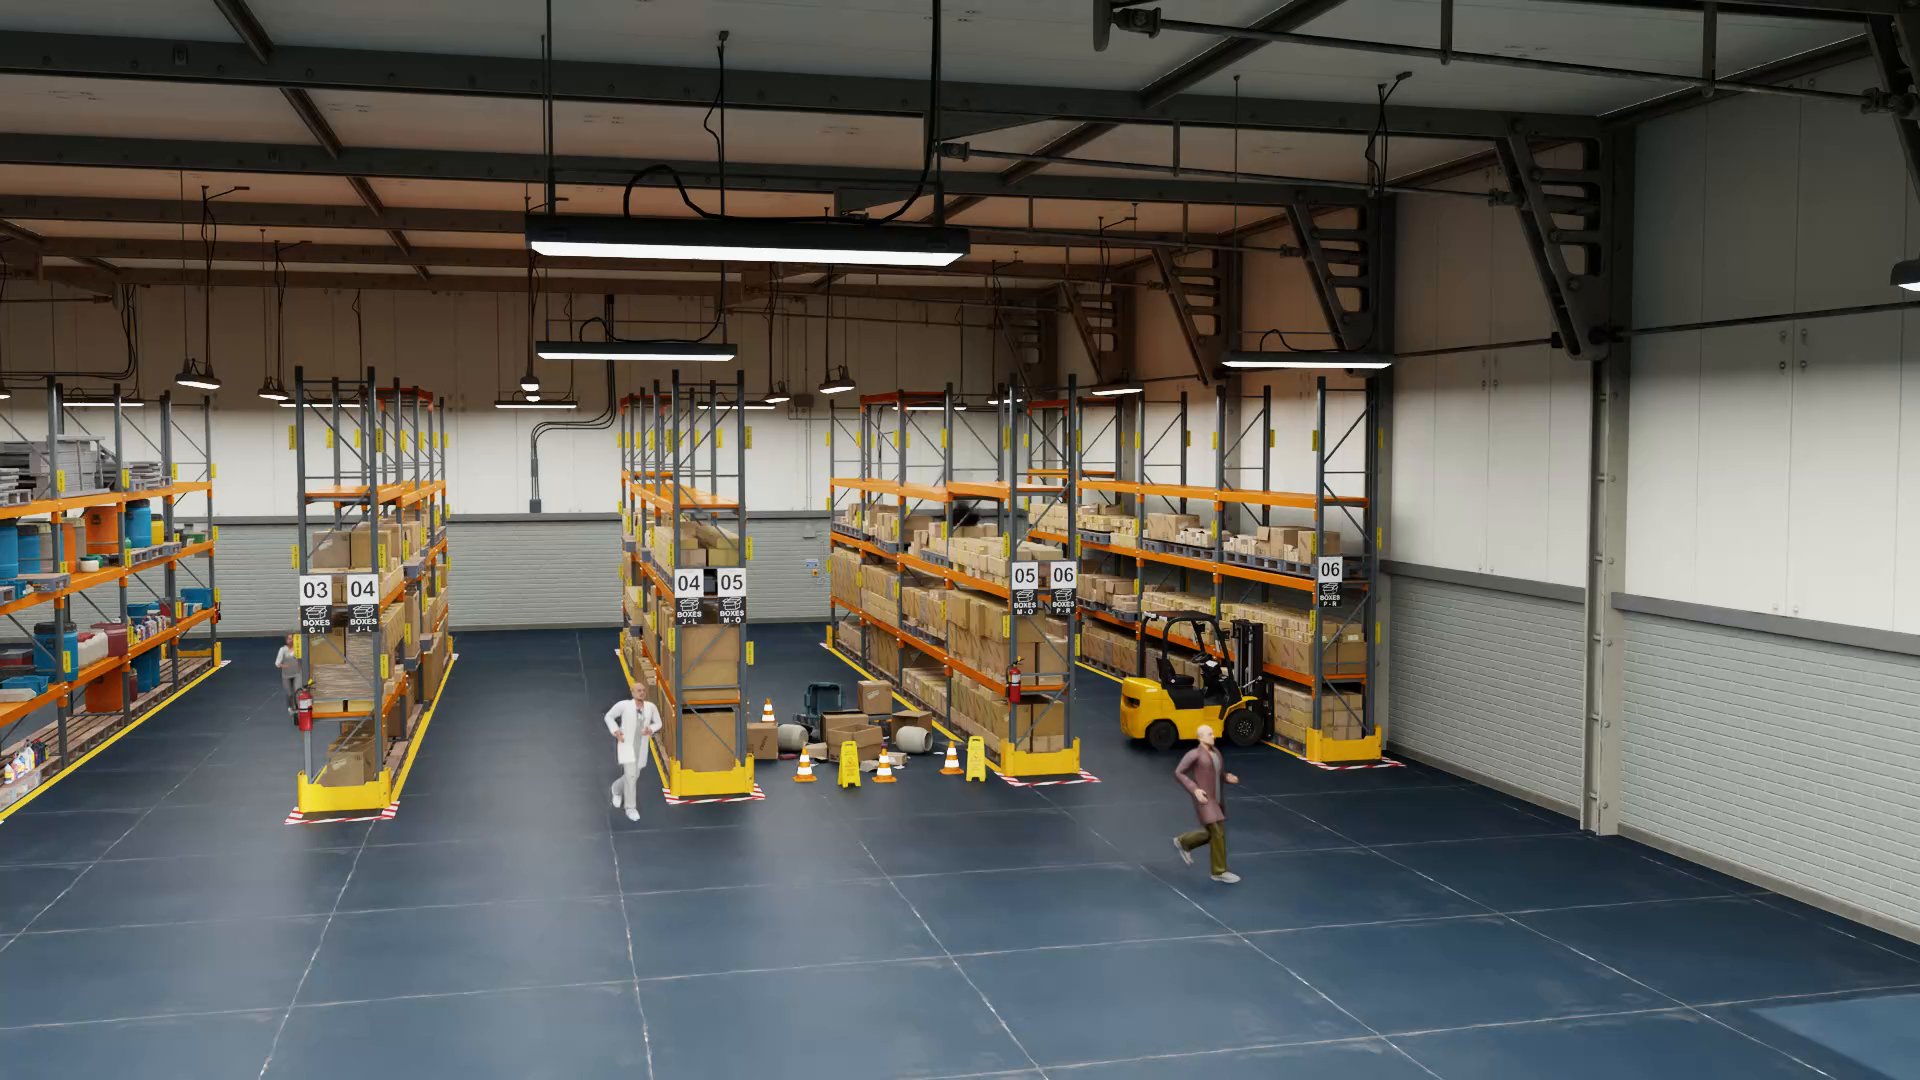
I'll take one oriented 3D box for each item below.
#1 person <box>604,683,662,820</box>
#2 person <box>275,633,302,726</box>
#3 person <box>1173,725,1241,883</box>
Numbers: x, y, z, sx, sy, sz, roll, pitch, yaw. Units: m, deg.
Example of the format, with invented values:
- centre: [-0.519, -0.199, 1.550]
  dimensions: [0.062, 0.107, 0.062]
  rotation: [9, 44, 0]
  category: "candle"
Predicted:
- centre: [-4.377, 2.847, 22.395]
  dimensions: [0.743, 1.693, 0.966]
  rotation: [-2, 4, -33]
  category: "person"
- centre: [-11.837, 2.438, 29.462]
  dimensions: [0.538, 1.605, 0.851]
  rotation: [-1, 4, -23]
  category: "person"
- centre: [2.806, 2.987, 19.004]
  dimensions: [0.964, 1.751, 0.720]
  rotation: [3, 5, 41]
  category: "person"
